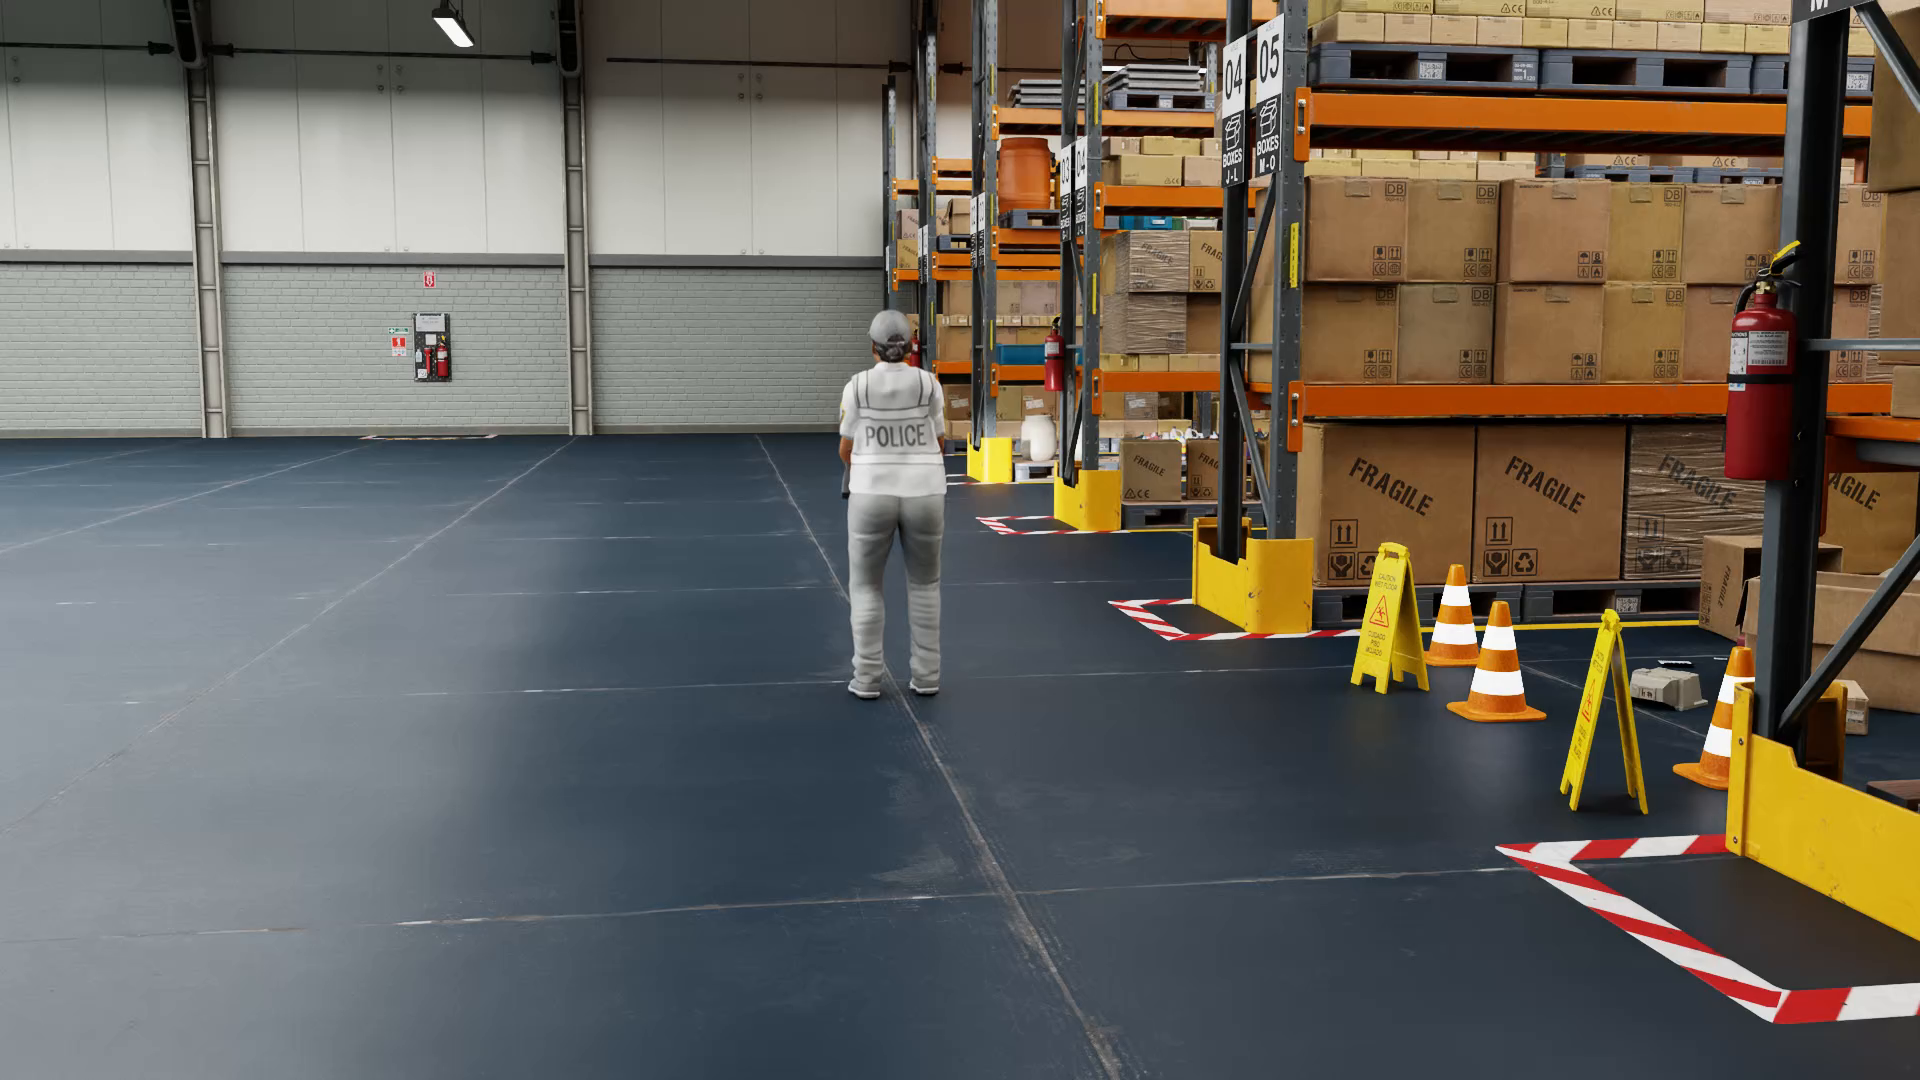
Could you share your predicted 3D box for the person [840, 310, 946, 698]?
[{"bbox_3d":[-0.296,-0.158,7.203,0.456,1.660,0.535,-1,7,-9],"label":"person"}]
